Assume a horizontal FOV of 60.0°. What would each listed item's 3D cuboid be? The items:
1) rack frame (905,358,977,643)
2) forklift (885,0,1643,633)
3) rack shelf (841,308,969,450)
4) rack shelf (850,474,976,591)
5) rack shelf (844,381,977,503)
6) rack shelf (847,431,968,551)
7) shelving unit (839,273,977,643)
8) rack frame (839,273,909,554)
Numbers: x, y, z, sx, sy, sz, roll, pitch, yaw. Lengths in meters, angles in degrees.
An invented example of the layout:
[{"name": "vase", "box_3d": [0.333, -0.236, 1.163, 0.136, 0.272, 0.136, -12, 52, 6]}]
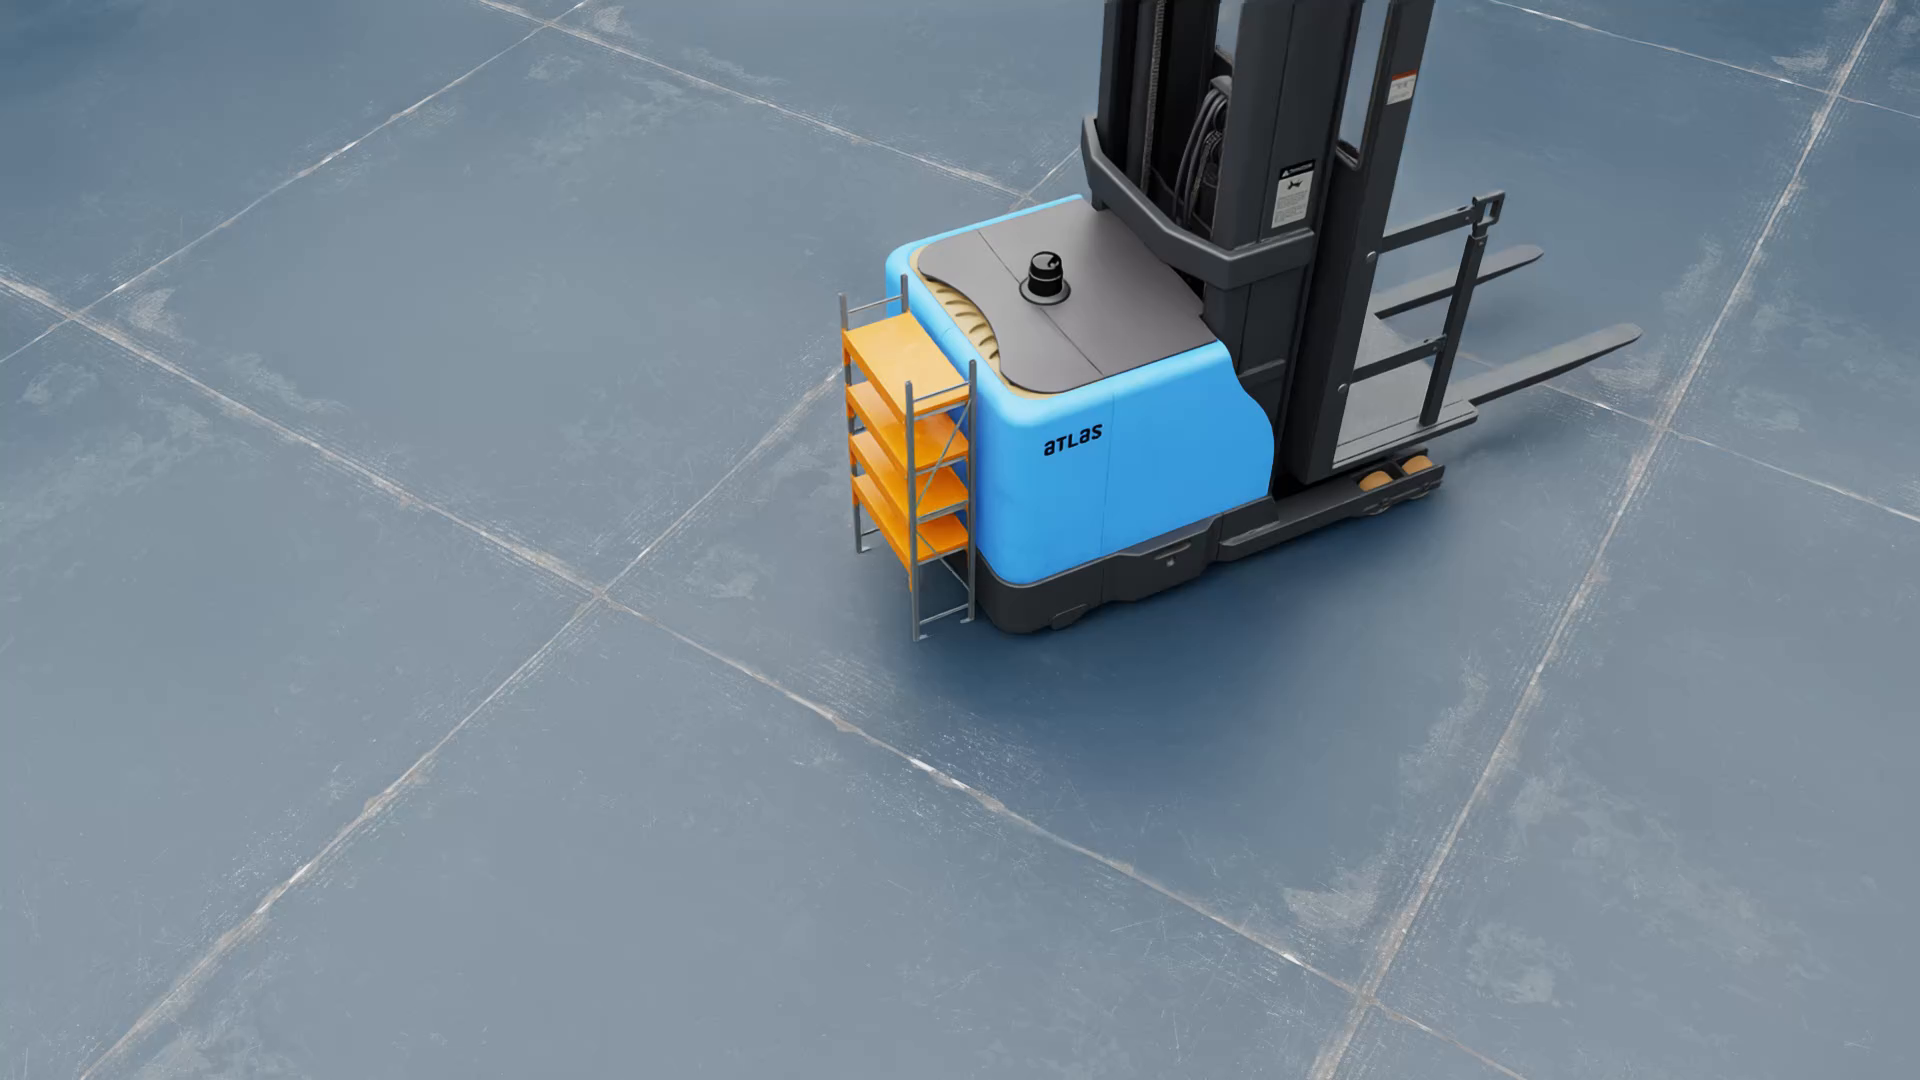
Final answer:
[{"name": "rack frame", "box_3d": [-0.057, -0.098, 5.508, 0.240, 1.200, 0.015, -20, 49, -19]}, {"name": "forklift", "box_3d": [1.280, -1.439, 5.605, 3.031, 2.935, 1.130, -20, 49, -18]}, {"name": "rack shelf", "box_3d": [-0.169, -0.527, 5.378, 0.258, 0.148, 0.480, -20, 49, -19]}, {"name": "rack shelf", "box_3d": [-0.169, -0.068, 5.850, 0.258, 0.148, 0.480, -20, 49, -19]}, {"name": "rack shelf", "box_3d": [-0.169, -0.362, 5.547, 0.258, 0.148, 0.480, -20, 49, -19]}, {"name": "rack shelf", "box_3d": [-0.169, -0.206, 5.708, 0.258, 0.148, 0.480, -20, 49, -19]}, {"name": "shelving unit", "box_3d": [-0.169, -0.253, 5.660, 0.258, 1.200, 0.503, -20, 49, -19]}, {"name": "rack frame", "box_3d": [-0.280, -0.409, 5.811, 0.240, 1.200, 0.015, -20, 49, -19]}]
